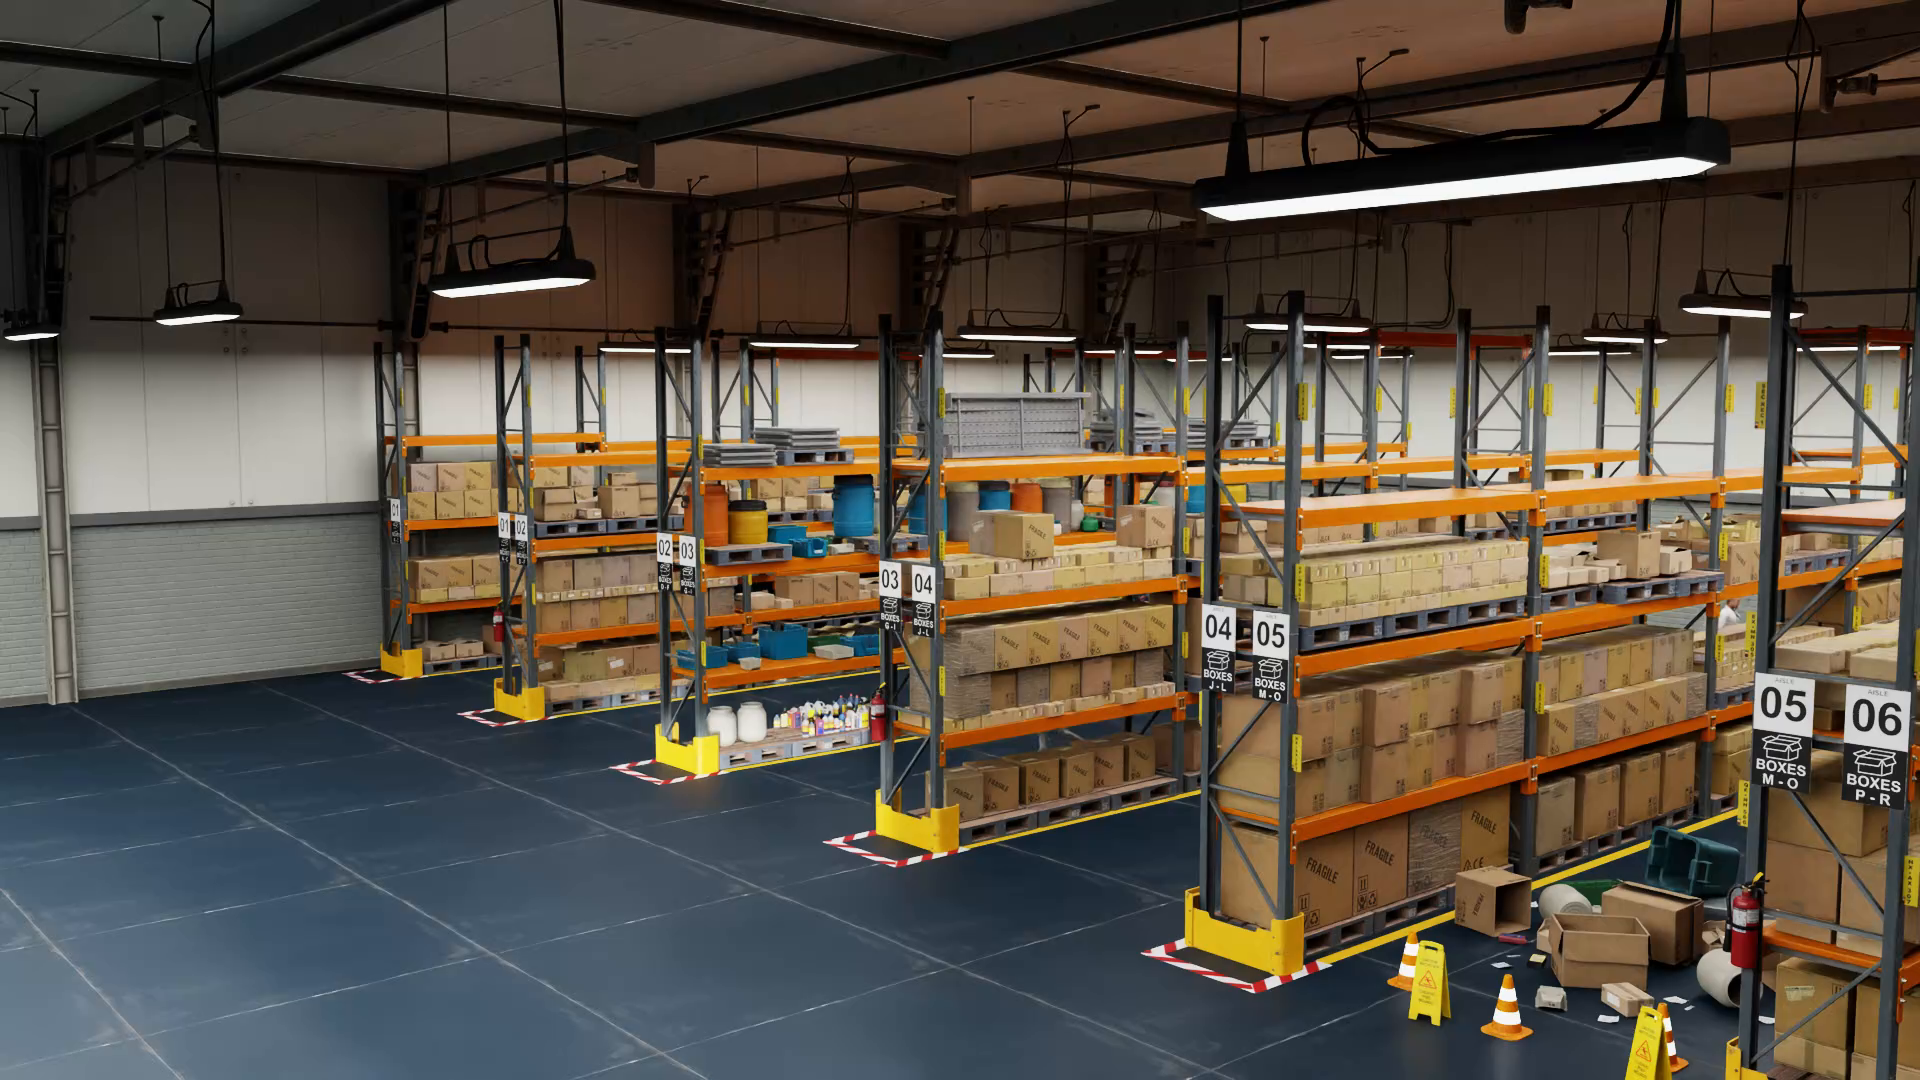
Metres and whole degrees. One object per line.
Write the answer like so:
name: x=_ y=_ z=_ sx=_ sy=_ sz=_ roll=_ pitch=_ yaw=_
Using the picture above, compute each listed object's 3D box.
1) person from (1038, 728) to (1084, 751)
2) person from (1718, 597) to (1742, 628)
person: x=1.333 y=2.298 z=22.876 sx=0.852 sy=1.559 sz=0.442 roll=-3 pitch=6 yaw=-32
person: x=12.727 y=1.786 z=27.511 sx=0.589 sy=1.826 sz=0.644 roll=4 pitch=6 yaw=36
